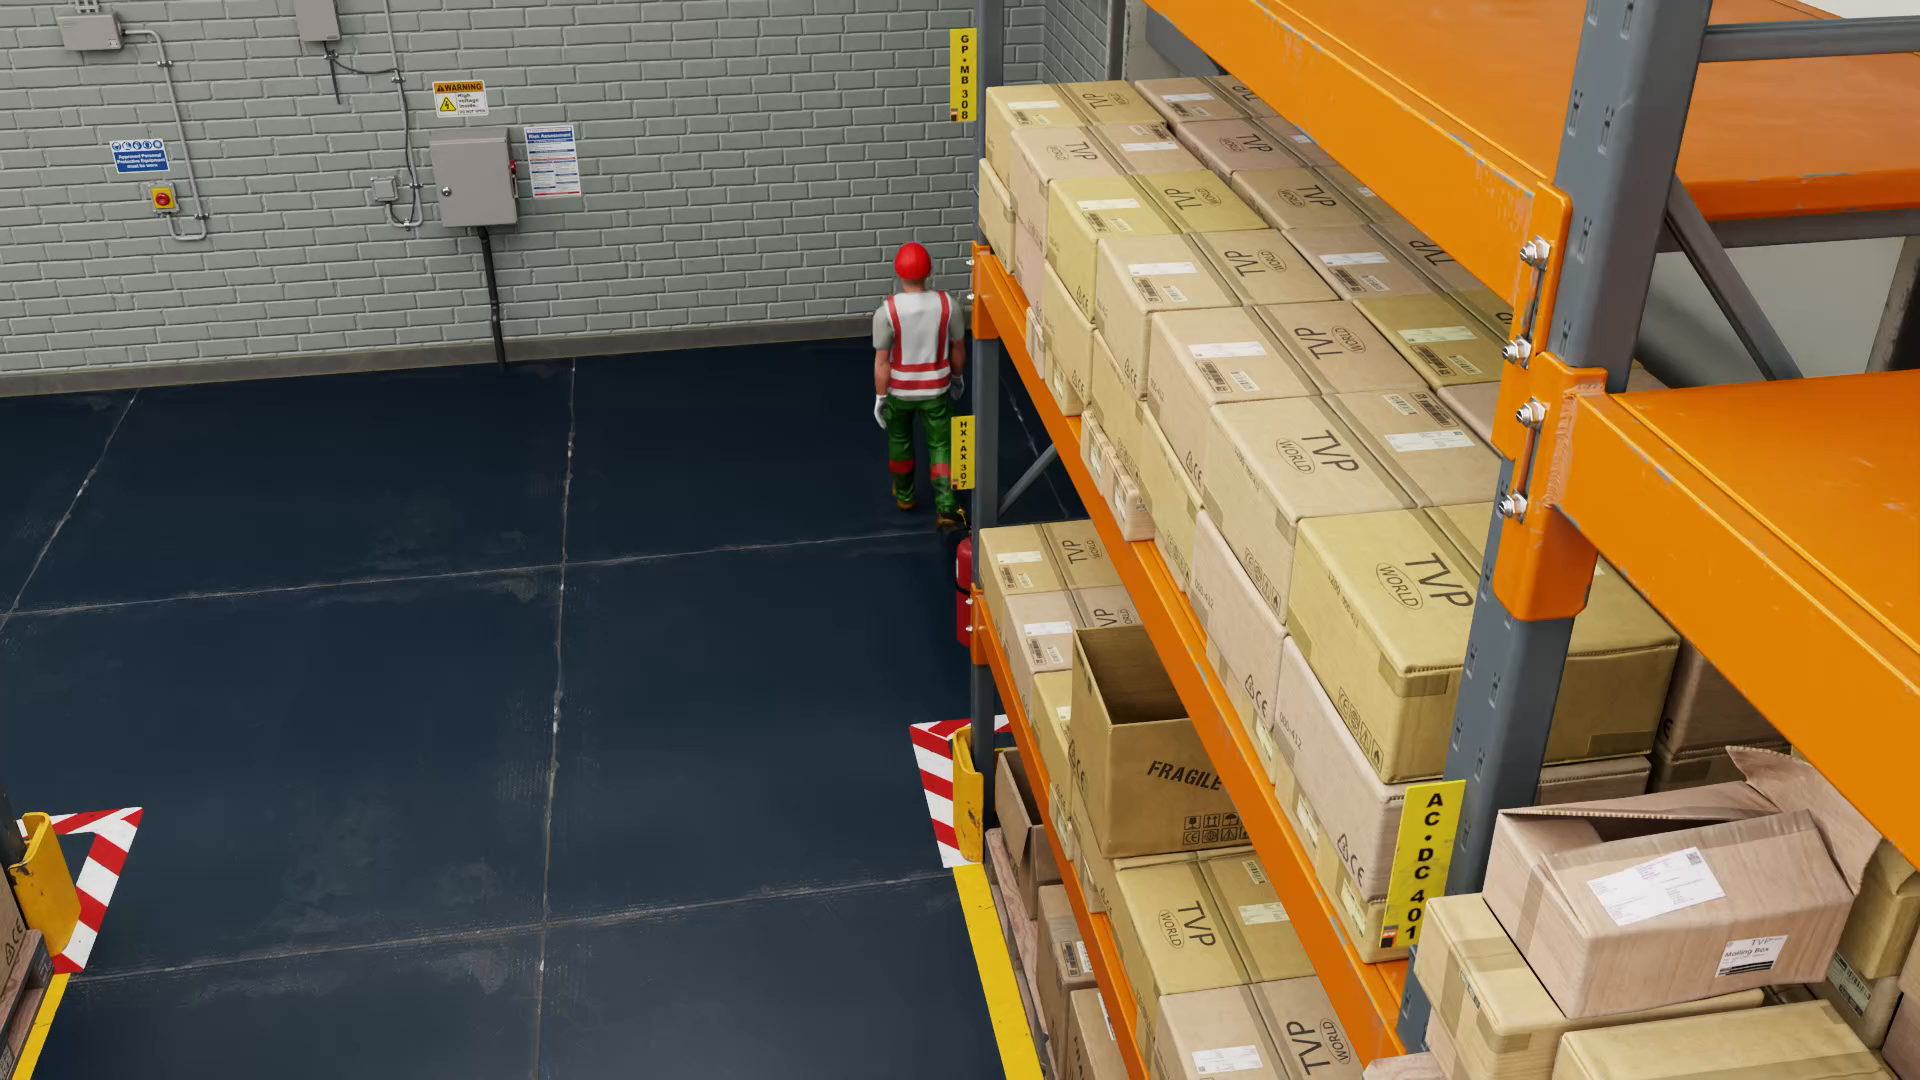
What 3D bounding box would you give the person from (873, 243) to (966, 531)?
[{"bbox_3d":[-0.230,-0.869,9.591,0.553,1.762,0.913,-4,31,-7],"label":"person"}]
